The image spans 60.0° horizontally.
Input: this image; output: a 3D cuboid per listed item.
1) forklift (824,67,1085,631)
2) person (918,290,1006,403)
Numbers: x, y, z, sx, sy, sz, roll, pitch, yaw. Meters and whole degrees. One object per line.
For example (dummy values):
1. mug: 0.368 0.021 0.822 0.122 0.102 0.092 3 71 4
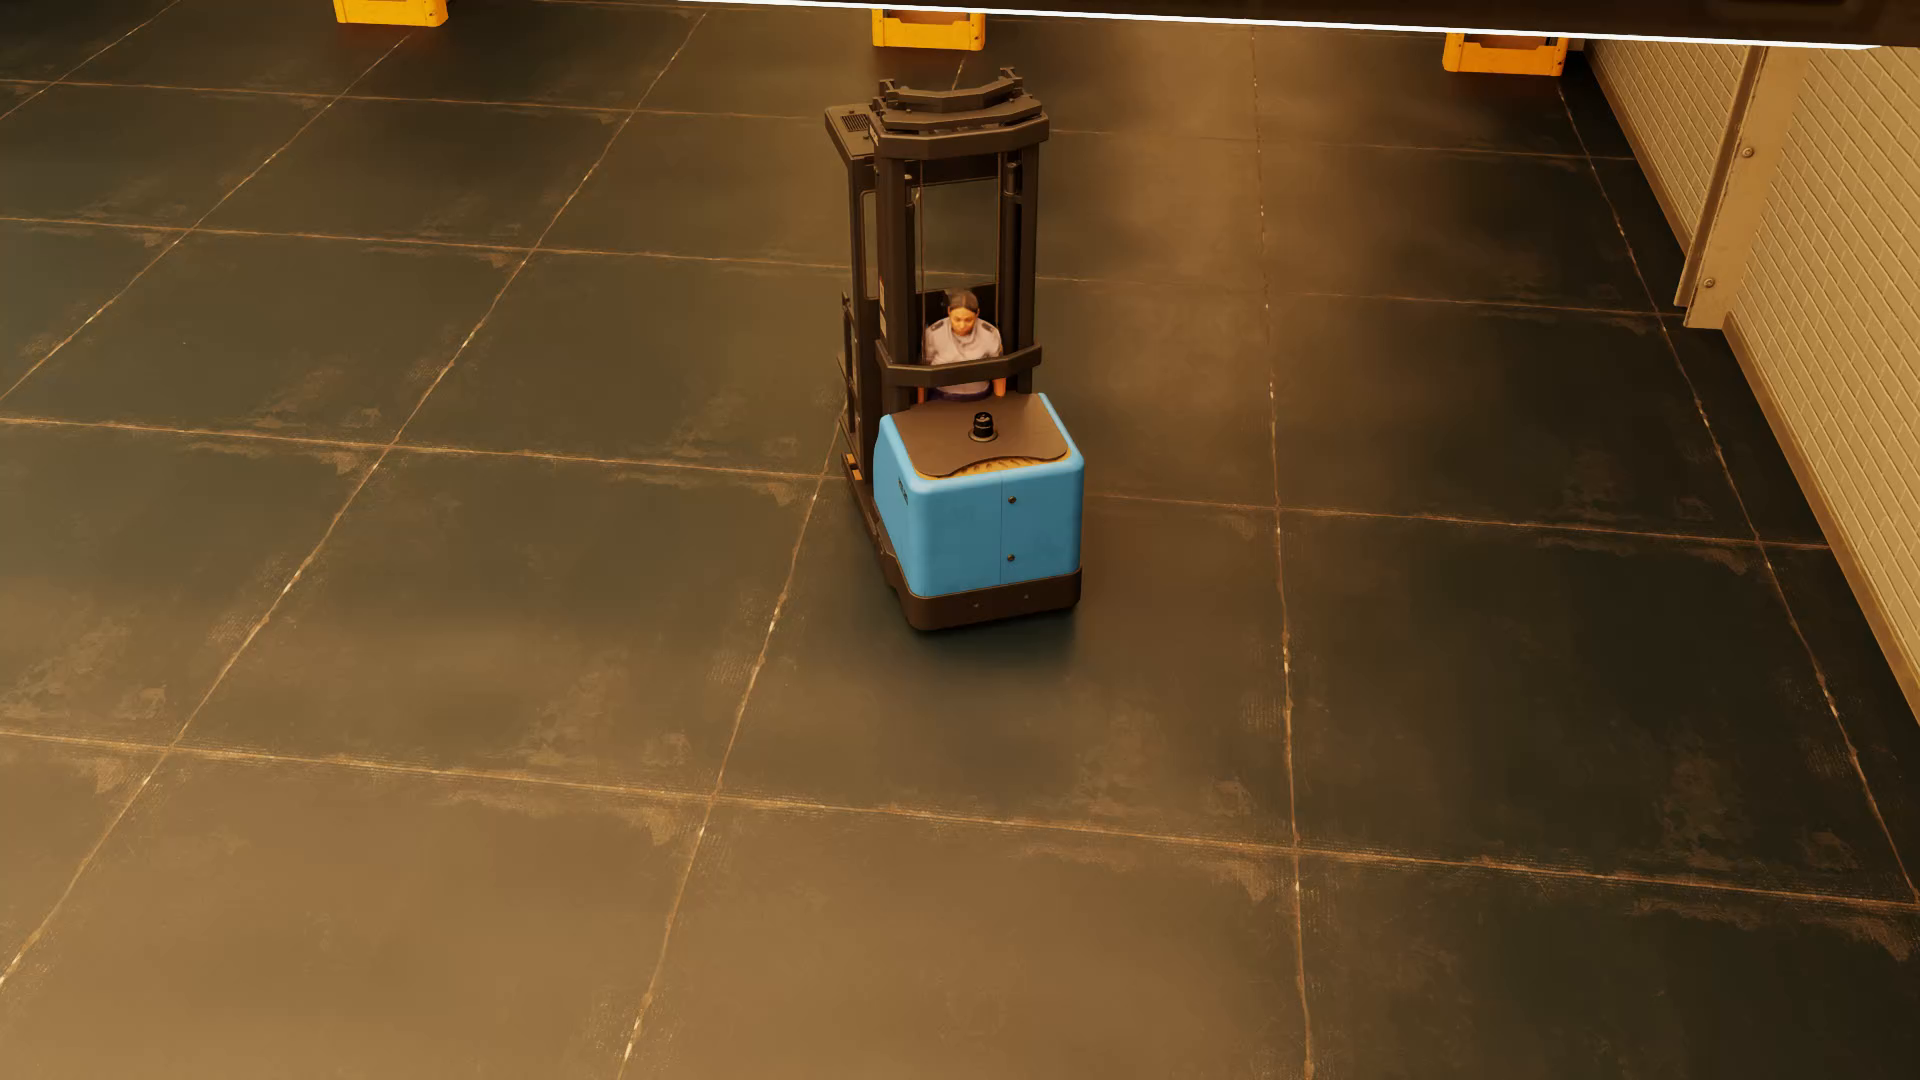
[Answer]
1. forklift: -0.159 -1.528 10.103 1.130 2.935 3.031 -9 37 -12
2. person: -0.004 -0.771 9.898 0.549 1.635 0.370 3 36 4
